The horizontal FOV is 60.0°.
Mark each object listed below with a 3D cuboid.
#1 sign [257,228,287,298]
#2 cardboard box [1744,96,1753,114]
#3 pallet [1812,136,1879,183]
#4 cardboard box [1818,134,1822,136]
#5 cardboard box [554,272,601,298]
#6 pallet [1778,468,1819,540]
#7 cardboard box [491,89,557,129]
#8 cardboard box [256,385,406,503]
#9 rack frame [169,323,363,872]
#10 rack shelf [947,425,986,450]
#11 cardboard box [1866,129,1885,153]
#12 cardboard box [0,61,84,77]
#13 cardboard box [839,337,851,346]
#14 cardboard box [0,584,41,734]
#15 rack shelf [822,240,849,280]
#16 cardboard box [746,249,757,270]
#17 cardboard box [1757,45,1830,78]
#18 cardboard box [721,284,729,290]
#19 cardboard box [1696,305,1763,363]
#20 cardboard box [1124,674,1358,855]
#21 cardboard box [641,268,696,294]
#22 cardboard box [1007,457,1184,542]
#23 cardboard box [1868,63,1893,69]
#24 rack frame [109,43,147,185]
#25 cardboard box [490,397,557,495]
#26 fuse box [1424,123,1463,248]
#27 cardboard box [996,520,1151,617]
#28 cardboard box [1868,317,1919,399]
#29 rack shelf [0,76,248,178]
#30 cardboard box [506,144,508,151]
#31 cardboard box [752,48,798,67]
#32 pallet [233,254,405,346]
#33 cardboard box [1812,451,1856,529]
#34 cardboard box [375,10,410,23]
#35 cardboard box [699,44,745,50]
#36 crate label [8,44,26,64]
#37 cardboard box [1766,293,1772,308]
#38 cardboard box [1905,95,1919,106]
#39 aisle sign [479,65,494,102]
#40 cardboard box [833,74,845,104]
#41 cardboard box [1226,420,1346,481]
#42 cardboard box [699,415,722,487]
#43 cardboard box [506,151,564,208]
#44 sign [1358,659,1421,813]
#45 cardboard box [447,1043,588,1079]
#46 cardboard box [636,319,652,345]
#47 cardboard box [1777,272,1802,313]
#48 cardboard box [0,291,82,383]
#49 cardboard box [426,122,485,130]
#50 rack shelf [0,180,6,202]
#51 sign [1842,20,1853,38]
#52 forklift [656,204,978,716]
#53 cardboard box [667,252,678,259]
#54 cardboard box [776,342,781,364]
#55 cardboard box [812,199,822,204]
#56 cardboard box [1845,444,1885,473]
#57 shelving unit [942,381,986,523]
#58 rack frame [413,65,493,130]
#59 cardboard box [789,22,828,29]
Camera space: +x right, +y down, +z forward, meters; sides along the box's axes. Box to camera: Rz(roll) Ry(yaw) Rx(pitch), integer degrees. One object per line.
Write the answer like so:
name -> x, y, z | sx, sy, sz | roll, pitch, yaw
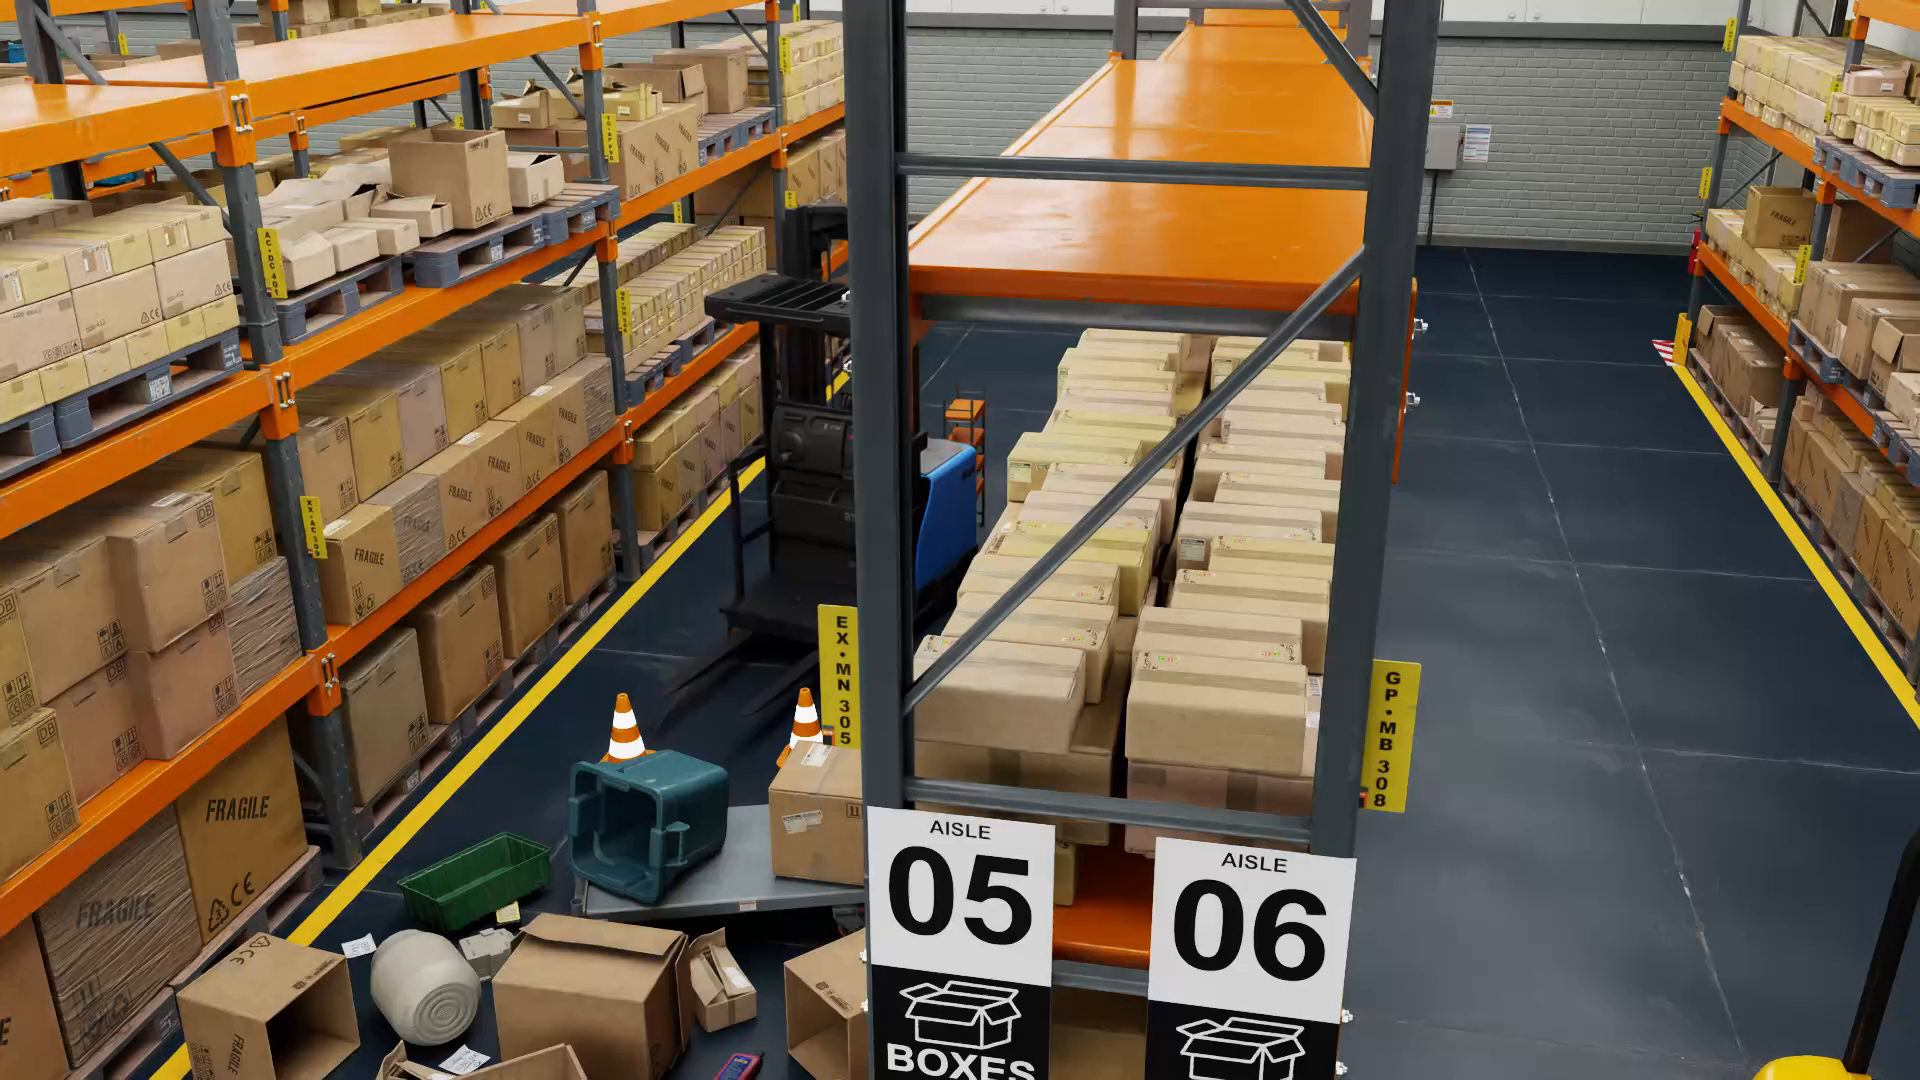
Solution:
sign -> -3.209, -1.291, 7.761 | 0.100, 0.325, 0.005 | 4, 22, 11
cardboard box -> 7.881, -4.238, 16.213 | 0.380, 0.149, 0.250 | 5, 22, 12
pallet -> 7.404, -2.944, 12.915 | 1.213, 0.211, 1.003 | 4, 22, 11
cardboard box -> 7.390, -3.302, 13.888 | 0.380, 0.149, 0.250 | 4, 22, 11
cardboard box -> -3.073, -2.069, 13.484 | 0.380, 0.149, 0.250 | 4, 22, 11
pallet -> 7.477, -0.279, 13.795 | 1.003, 0.211, 1.213 | 4, 22, 11
cardboard box -> -3.109, -3.088, 11.863 | 0.396, 0.266, 0.258 | 4, 22, 11
cardboard box -> -3.554, -0.545, 9.250 | 0.700, 0.500, 0.500 | 4, 22, 10
rack frame -> -3.753, 0.335, 8.536 | 1.000, 3.000, 0.127 | 4, 22, 11
rack shelf -> 0.034, -0.762, 13.252 | 0.258, 0.148, 0.480 | 4, 22, 11
cardboard box -> 6.949, -2.936, 12.285 | 0.380, 0.149, 0.250 | 4, 22, 10
cardboard box -> -7.628, -3.726, 13.909 | 0.500, 0.500, 0.500 | 6, 23, 14
cardboard box -> -1.403, -2.238, 18.179 | 0.380, 0.149, 0.250 | 5, 22, 12
cardboard box -> -4.206, 0.489, 6.509 | 0.875, 0.550, 0.500 | 4, 22, 11
rack shelf -> -1.713, -2.988, 17.751 | 1.077, 0.370, 4.000 | 4, 22, 11
cardboard box -> -2.061, -2.550, 15.075 | 0.380, 0.149, 0.250 | 5, 22, 11
cardboard box -> 7.874, -4.515, 15.698 | 0.500, 0.250, 0.500 | 4, 22, 10
cardboard box -> -2.216, -2.128, 14.428 | 0.380, 0.149, 0.250 | 3, 22, 9
cardboard box -> 8.205, -2.156, 17.502 | 0.797, 0.503, 0.637 | 4, 22, 9
cardboard box -> 0.661, 0.515, 3.877 | 0.500, 0.250, 0.500 | 4, 22, 10
cardboard box -> -2.386, -2.117, 13.602 | 0.380, 0.149, 0.250 | 5, 23, 13
cardboard box -> 0.444, -0.088, 5.374 | 0.500, 0.250, 0.500 | 5, 22, 11
cardboard box -> 8.076, -3.915, 14.207 | 0.500, 0.250, 0.500 | 4, 22, 9
rack frame -> -10.988, -4.846, 21.401 | 1.000, 3.000, 0.127 | 4, 22, 11
cardboard box -> -2.971, -0.624, 10.783 | 0.500, 0.500, 0.500 | 4, 22, 10
fuse box -> 6.717, -4.966, 23.423 | 0.539, 1.711, 0.414 | 4, 22, 11
cardboard box -> 0.304, 0.073, 4.442 | 0.380, 0.149, 0.250 | 5, 22, 11
cardboard box -> 6.942, -1.264, 11.807 | 0.797, 0.503, 0.637 | 4, 22, 10
rack shelf -> -4.161, -1.197, 5.808 | 1.077, 0.370, 4.000 | 4, 22, 11
cardboard box -> -3.300, -2.471, 10.912 | 0.500, 0.311, 0.500 | 4, 22, 11
cardboard box -> -1.736, -4.514, 15.560 | 0.380, 0.149, 0.250 | 4, 22, 9
pallet -> -3.614, -1.306, 8.853 | 0.805, 0.209, 1.217 | 4, 22, 9
cardboard box -> 7.082, -0.371, 13.073 | 0.500, 0.500, 0.500 | 4, 22, 9
cardboard box -> -6.484, -5.564, 18.338 | 0.700, 0.500, 0.500 | 3, 22, 7
cardboard box -> -2.272, -4.654, 15.908 | 0.380, 0.149, 0.250 | 4, 22, 11
crate label -> -11.493, -5.856, 20.092 | 0.408, 0.251, 0.502 | 4, 22, 11
cardboard box -> 7.565, -2.180, 15.118 | 0.380, 0.149, 0.250 | 5, 22, 12
cardboard box -> 7.659, -3.408, 13.059 | 0.380, 0.149, 0.250 | 4, 22, 10
aisle sign -> -5.831, -5.678, 19.986 | 0.394, 0.787, 0.004 | 4, 22, 11
cardboard box -> -1.439, -4.625, 17.038 | 0.500, 0.250, 0.500 | 5, 23, 13
cardboard box -> 1.040, -0.262, 5.273 | 0.380, 0.149, 0.250 | 5, 22, 12
cardboard box -> -2.343, -0.774, 14.075 | 0.500, 0.500, 0.500 | 4, 22, 10
cardboard box -> -2.856, -2.314, 10.522 | 0.500, 0.311, 0.500 | 4, 22, 11
sign -> 0.828, 0.383, 3.232 | 0.100, 0.325, 0.005 | 4, 22, 11
cardboard box -> -1.823, 2.461, 6.599 | 0.797, 0.503, 0.637 | -11, 25, -26
cardboard box -> -2.588, -1.605, 12.729 | 0.380, 0.149, 0.250 | 6, 23, 13
cardboard box -> 7.471, -2.146, 14.500 | 0.500, 0.250, 0.500 | 5, 22, 12
cardboard box -> -3.810, -0.798, 6.443 | 0.500, 0.250, 0.500 | 4, 22, 10
cardboard box -> -5.982, -4.686, 19.804 | 0.500, 0.500, 0.500 | 5, 22, 12
rack shelf -> -8.180, -1.869, 10.957 | 1.077, 0.370, 4.000 | 4, 22, 11
sign -> 8.961, -5.088, 16.803 | 0.100, 0.325, 0.005 | 4, 22, 11
forklift -> -0.953, -0.646, 11.065 | 1.130, 2.935, 3.031 | 10, 24, 23
cardboard box -> -2.754, -2.508, 14.973 | 0.380, 0.149, 0.250 | 5, 22, 12
cardboard box -> -1.848, -1.849, 16.417 | 0.380, 0.149, 0.250 | 5, 23, 13
cardboard box -> -1.679, -3.118, 16.579 | 0.500, 0.500, 0.500 | 4, 22, 11
cardboard box -> 7.067, -0.616, 12.814 | 0.380, 0.149, 0.250 | 5, 23, 13
shelving unit -> 0.034, -0.617, 13.310 | 0.258, 1.200, 0.503 | 4, 22, 11
rack frame -> -6.139, -4.468, 20.464 | 1.000, 3.000, 0.127 | 4, 22, 11
cardboard box -> -1.663, -5.599, 18.254 | 0.380, 0.149, 0.250 | 5, 23, 13
